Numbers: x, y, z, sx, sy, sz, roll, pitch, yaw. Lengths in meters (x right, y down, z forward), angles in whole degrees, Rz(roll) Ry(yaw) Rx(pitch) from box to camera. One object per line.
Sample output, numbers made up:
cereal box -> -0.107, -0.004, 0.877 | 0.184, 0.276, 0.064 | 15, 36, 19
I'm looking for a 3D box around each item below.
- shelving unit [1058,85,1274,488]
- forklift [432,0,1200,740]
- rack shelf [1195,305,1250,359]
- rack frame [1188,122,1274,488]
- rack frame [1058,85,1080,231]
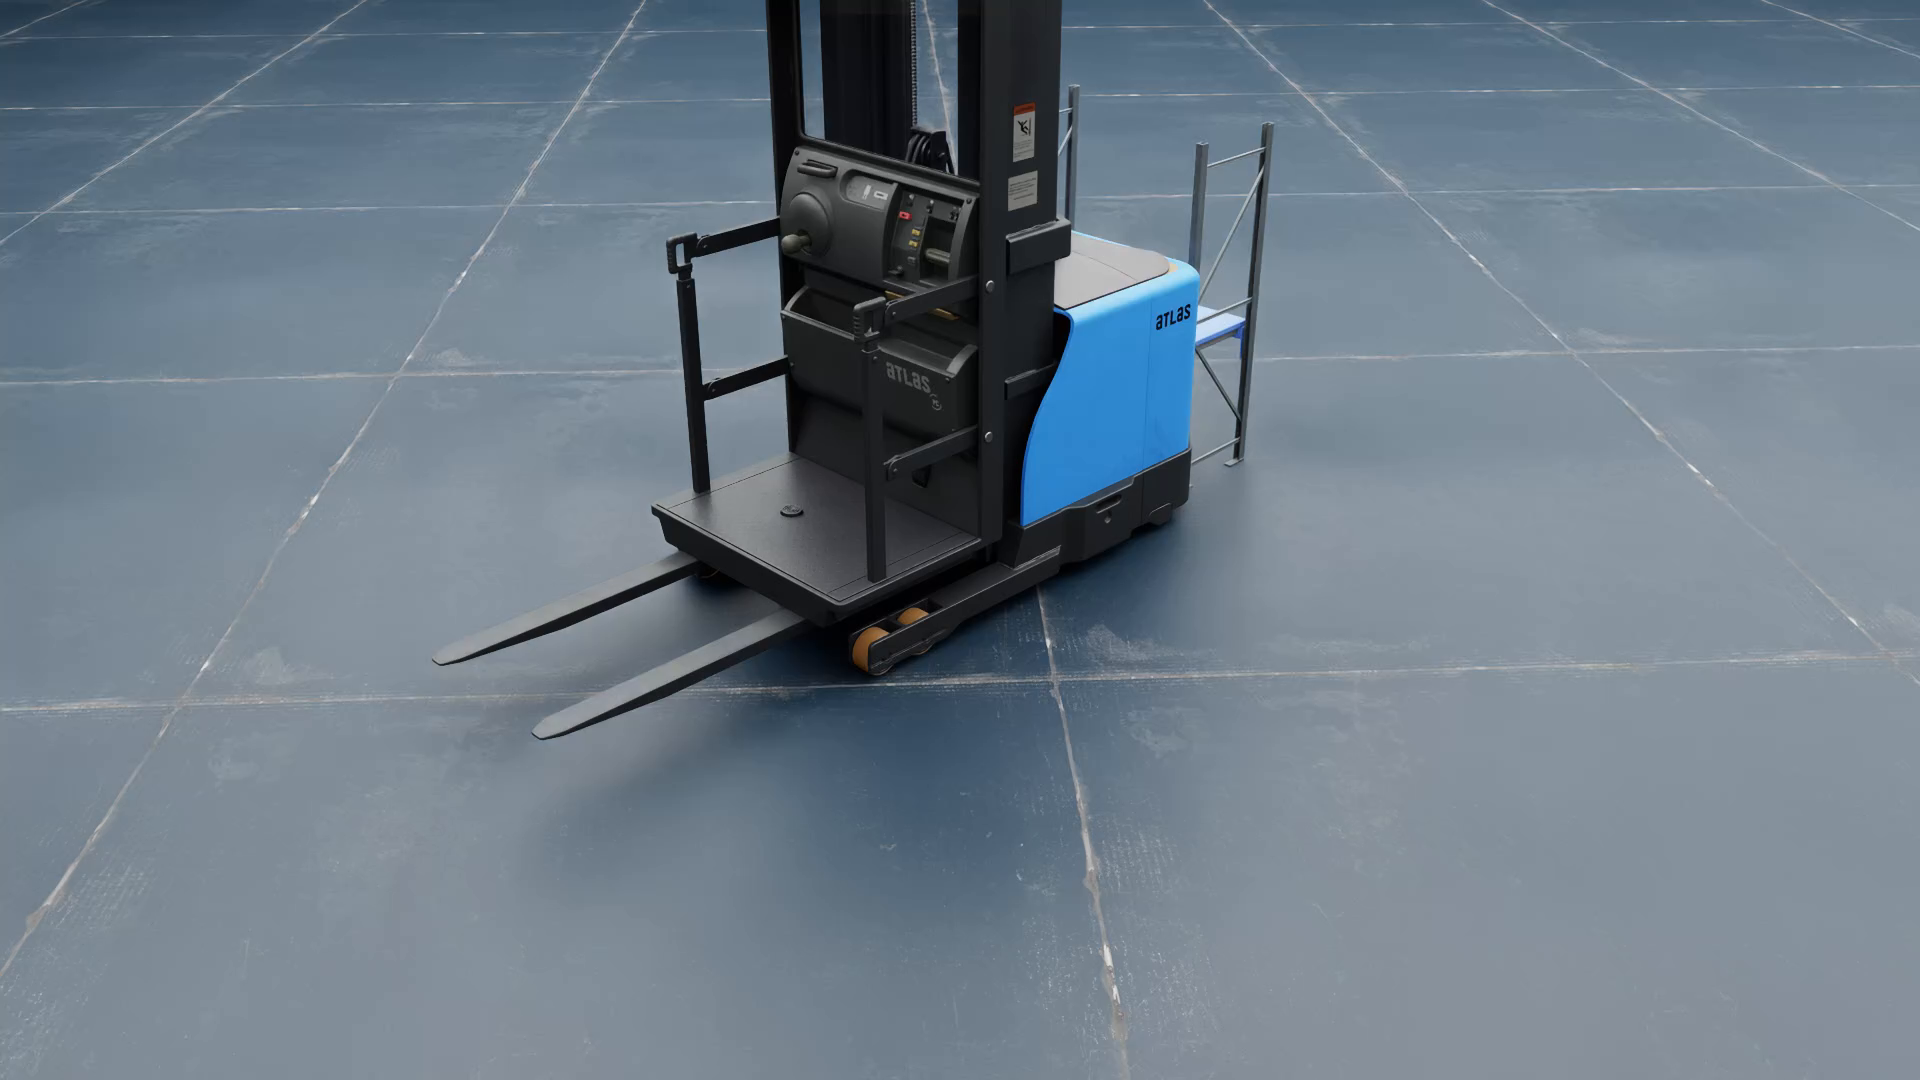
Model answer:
shelving unit -> 0.720, -1.108, 7.249 | 1.048, 1.500, 0.538 | 23, 35, 37
forklift -> -0.447, -1.094, 5.678 | 3.031, 2.935, 1.130 | -25, 36, -39
rack shelf -> 0.720, -0.948, 7.332 | 1.000, 0.185, 0.538 | 23, 35, 37
rack frame -> 1.093, -0.948, 6.943 | 0.032, 1.500, 0.500 | 23, 35, 37
rack frame -> 0.348, -1.268, 7.556 | 0.032, 1.500, 0.500 | 23, 35, 37
